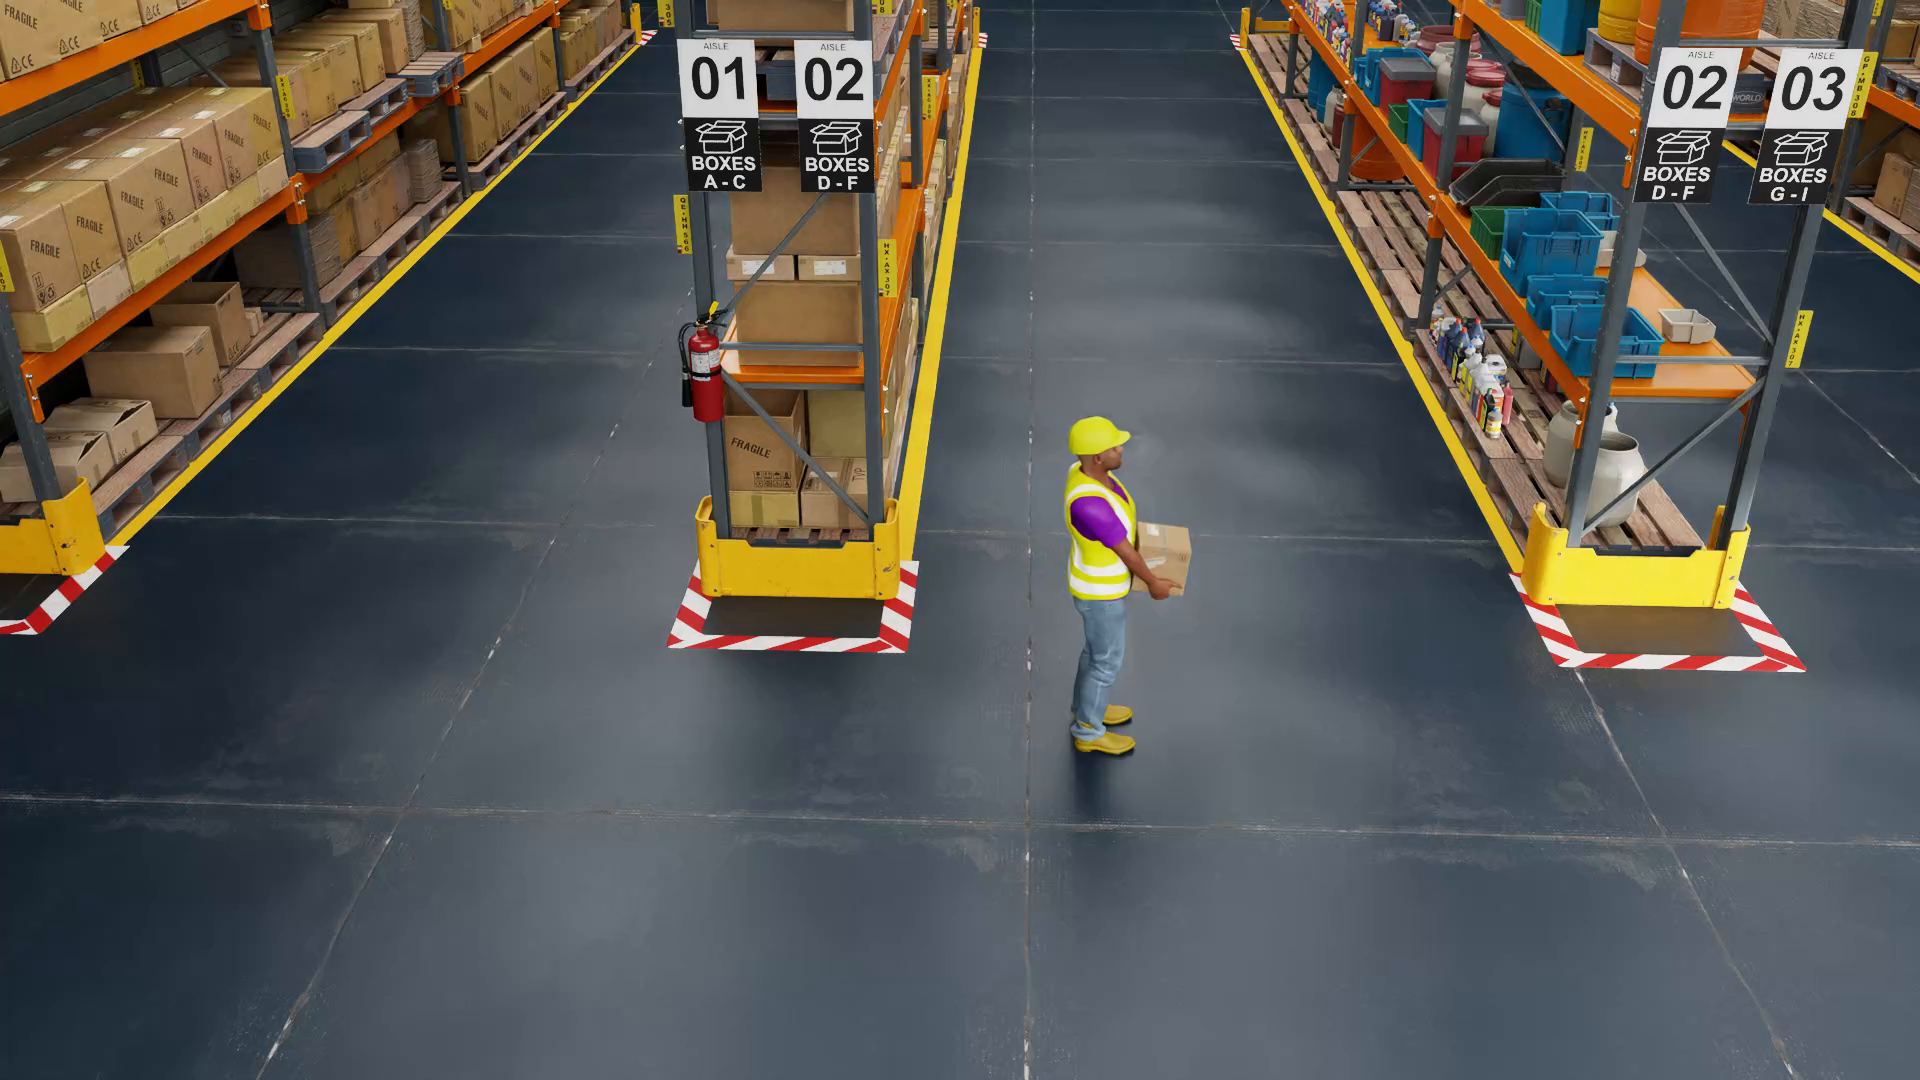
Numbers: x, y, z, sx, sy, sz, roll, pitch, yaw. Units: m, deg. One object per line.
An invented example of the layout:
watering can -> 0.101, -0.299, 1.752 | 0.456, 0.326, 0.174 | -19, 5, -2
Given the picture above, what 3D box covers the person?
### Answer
person -> 0.794, 0.214, 8.196 | 0.587, 1.760, 0.503 | 1, 28, 3
